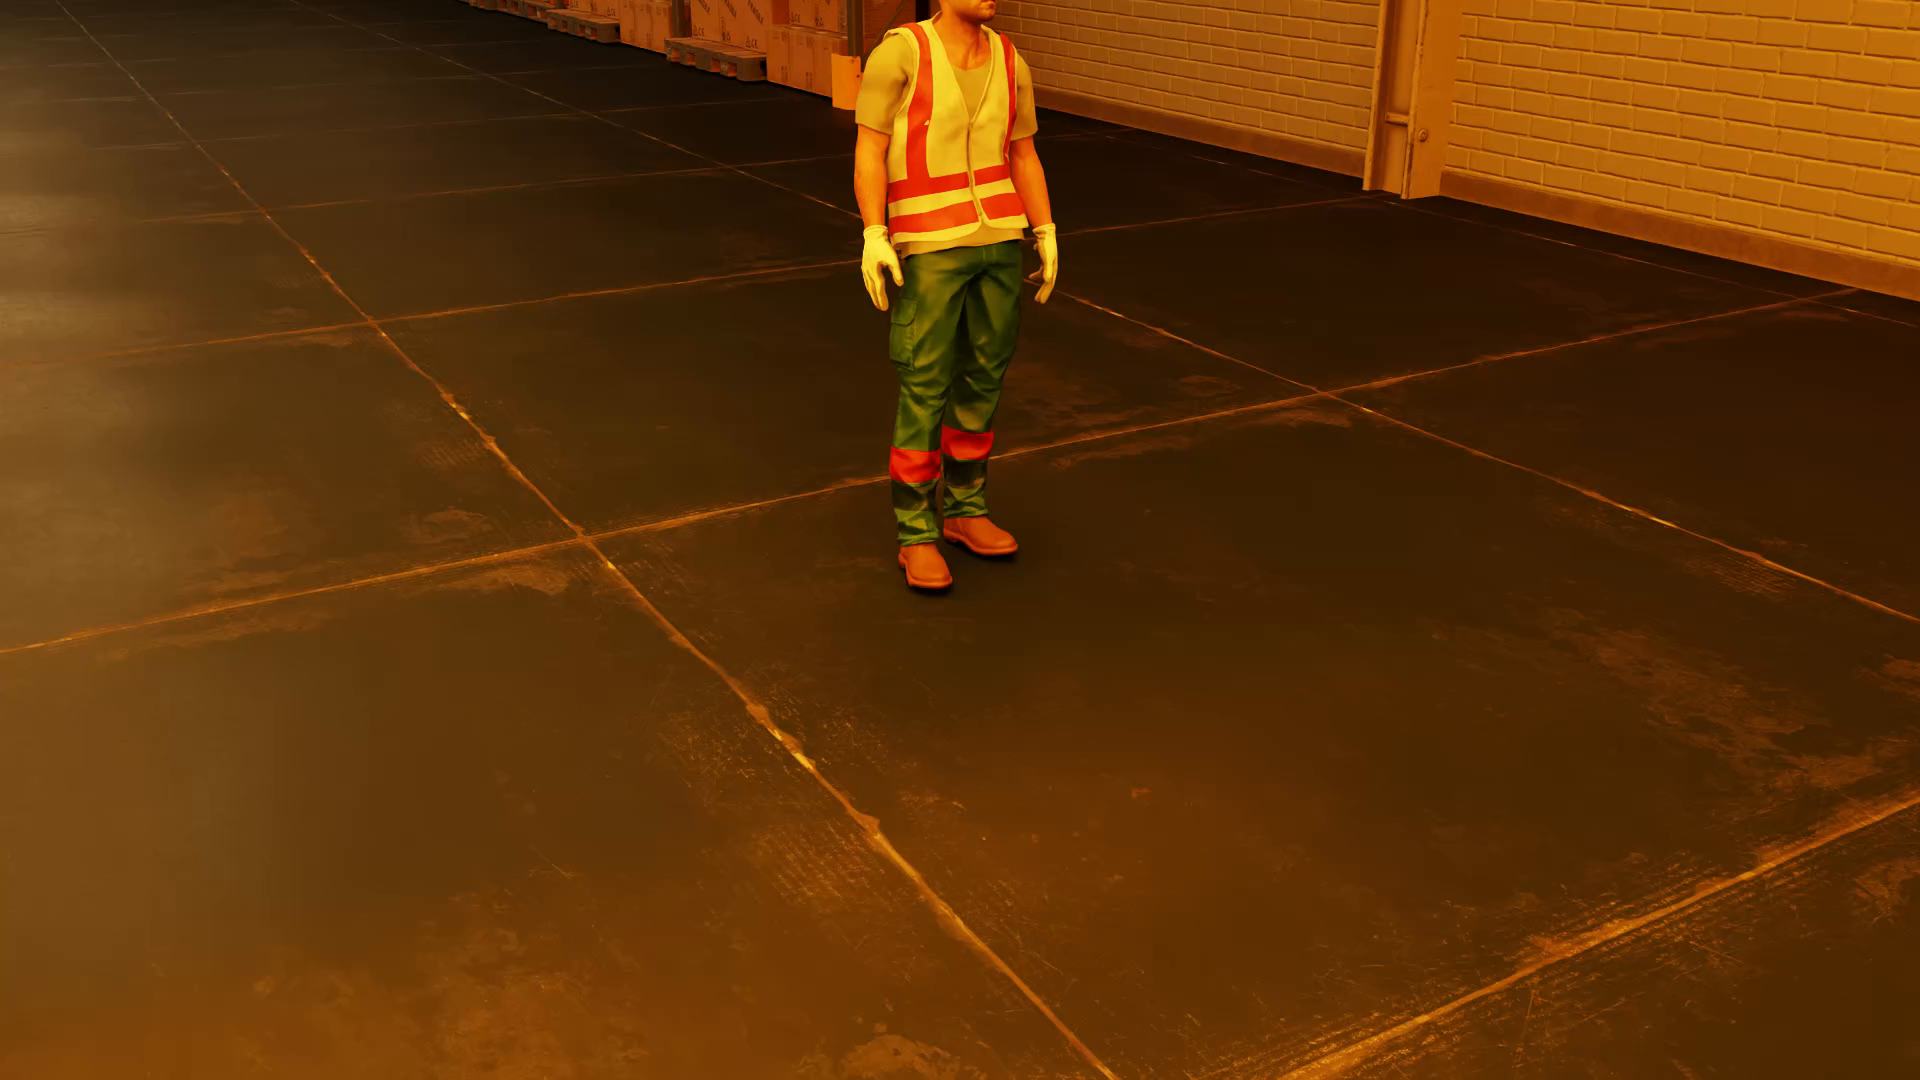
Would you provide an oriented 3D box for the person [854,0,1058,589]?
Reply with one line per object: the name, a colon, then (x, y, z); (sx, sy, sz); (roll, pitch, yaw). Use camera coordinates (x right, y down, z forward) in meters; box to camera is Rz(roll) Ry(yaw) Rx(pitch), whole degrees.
person: (0.029, -0.804, 4.723); (0.637, 1.782, 0.564); (-12, 25, -28)
